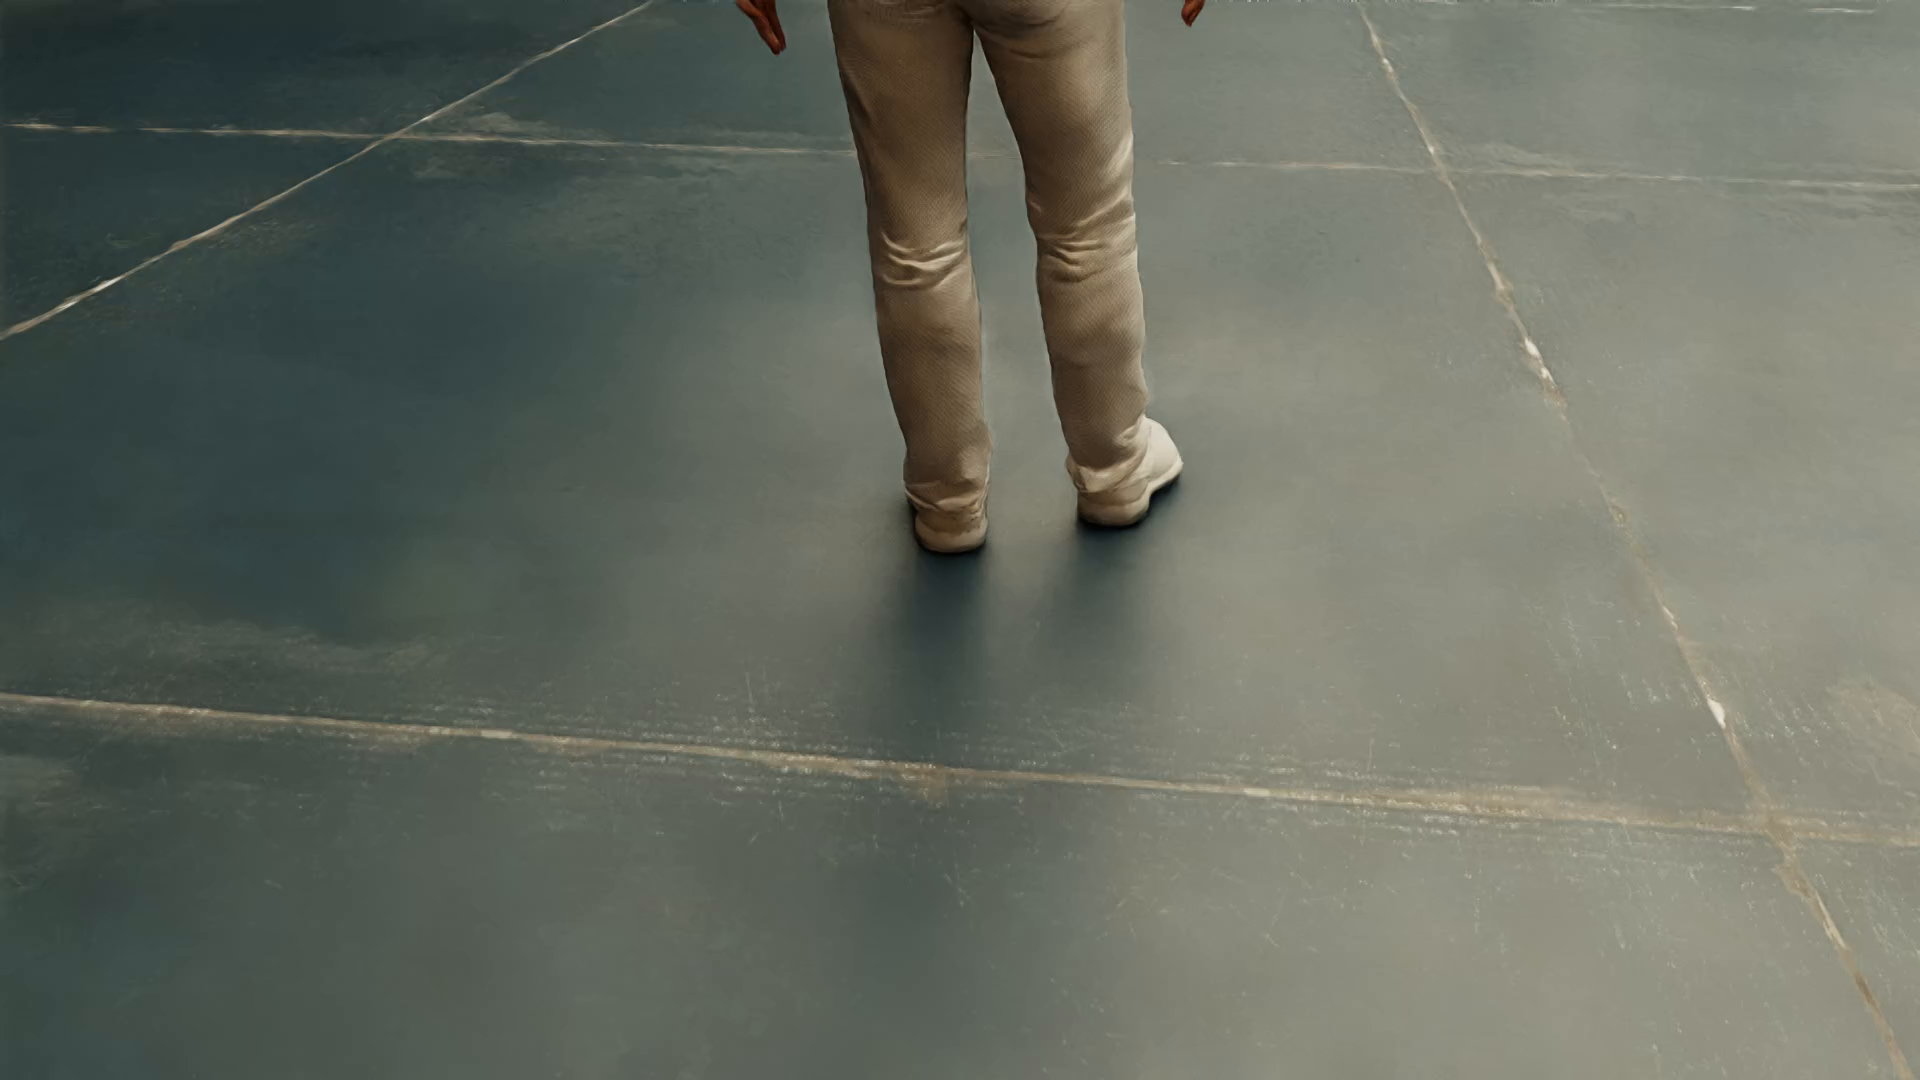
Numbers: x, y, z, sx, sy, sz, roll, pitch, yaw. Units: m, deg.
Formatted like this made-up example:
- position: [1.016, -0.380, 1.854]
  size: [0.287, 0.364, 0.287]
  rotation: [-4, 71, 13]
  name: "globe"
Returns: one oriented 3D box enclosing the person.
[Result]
- position: [0.015, -0.824, 2.165]
  size: [0.665, 1.760, 0.576]
  rotation: [3, 27, 7]
  name: "person"
